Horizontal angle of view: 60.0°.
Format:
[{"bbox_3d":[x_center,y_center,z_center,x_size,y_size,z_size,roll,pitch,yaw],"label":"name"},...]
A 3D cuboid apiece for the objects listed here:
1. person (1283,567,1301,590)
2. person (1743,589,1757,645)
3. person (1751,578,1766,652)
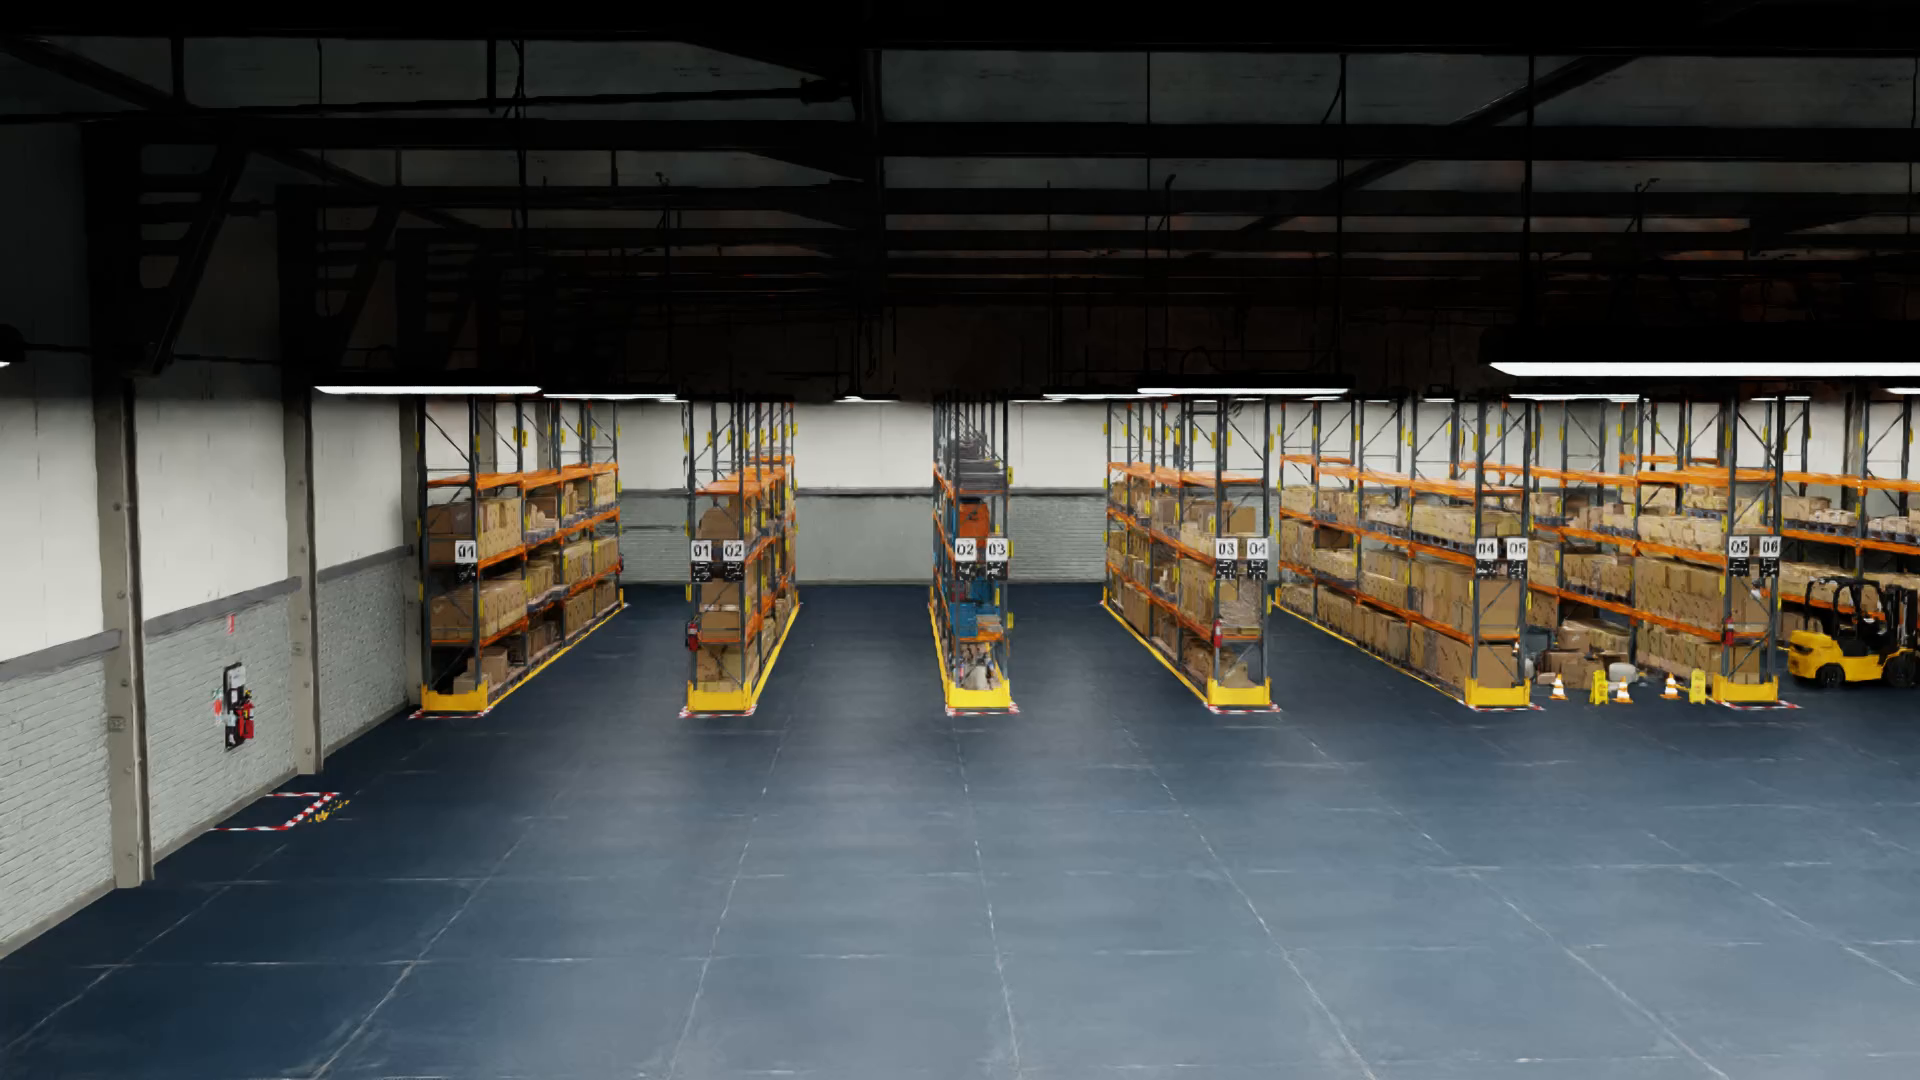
[{"bbox_3d":[10.282,0.688,51.112,0.620,1.694,0.943,2,5,21],"label":"person"},{"bbox_3d":[16.843,1.924,35.576,0.499,1.774,0.578,2,5,28],"label":"person"},{"bbox_3d":[18.435,1.728,38.615,0.555,1.664,0.585,2,5,22],"label":"person"}]
